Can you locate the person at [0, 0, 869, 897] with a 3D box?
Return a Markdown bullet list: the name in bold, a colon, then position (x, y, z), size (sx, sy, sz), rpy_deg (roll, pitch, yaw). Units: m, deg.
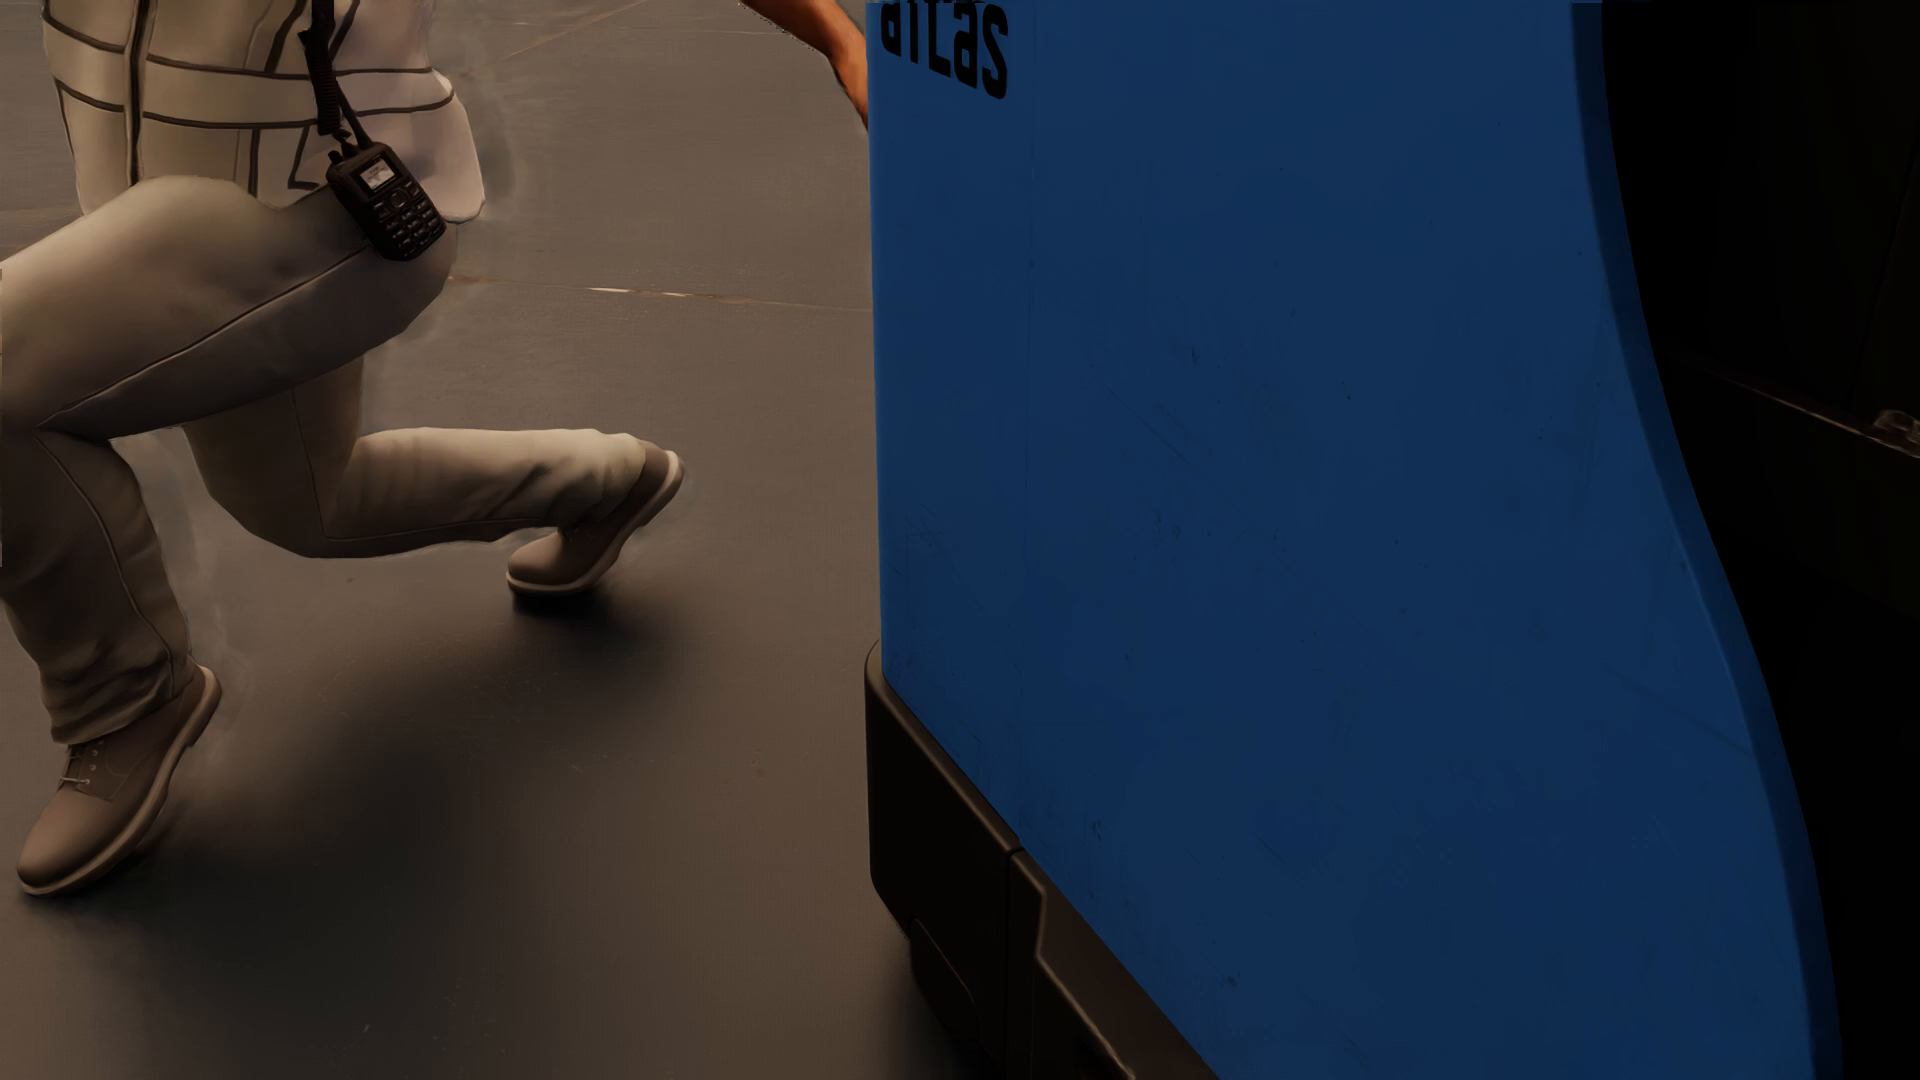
- **person**: position (-0.585, -0.375, 1.729), size (0.852, 1.387, 0.950), rpy_deg (15, 31, 28)
